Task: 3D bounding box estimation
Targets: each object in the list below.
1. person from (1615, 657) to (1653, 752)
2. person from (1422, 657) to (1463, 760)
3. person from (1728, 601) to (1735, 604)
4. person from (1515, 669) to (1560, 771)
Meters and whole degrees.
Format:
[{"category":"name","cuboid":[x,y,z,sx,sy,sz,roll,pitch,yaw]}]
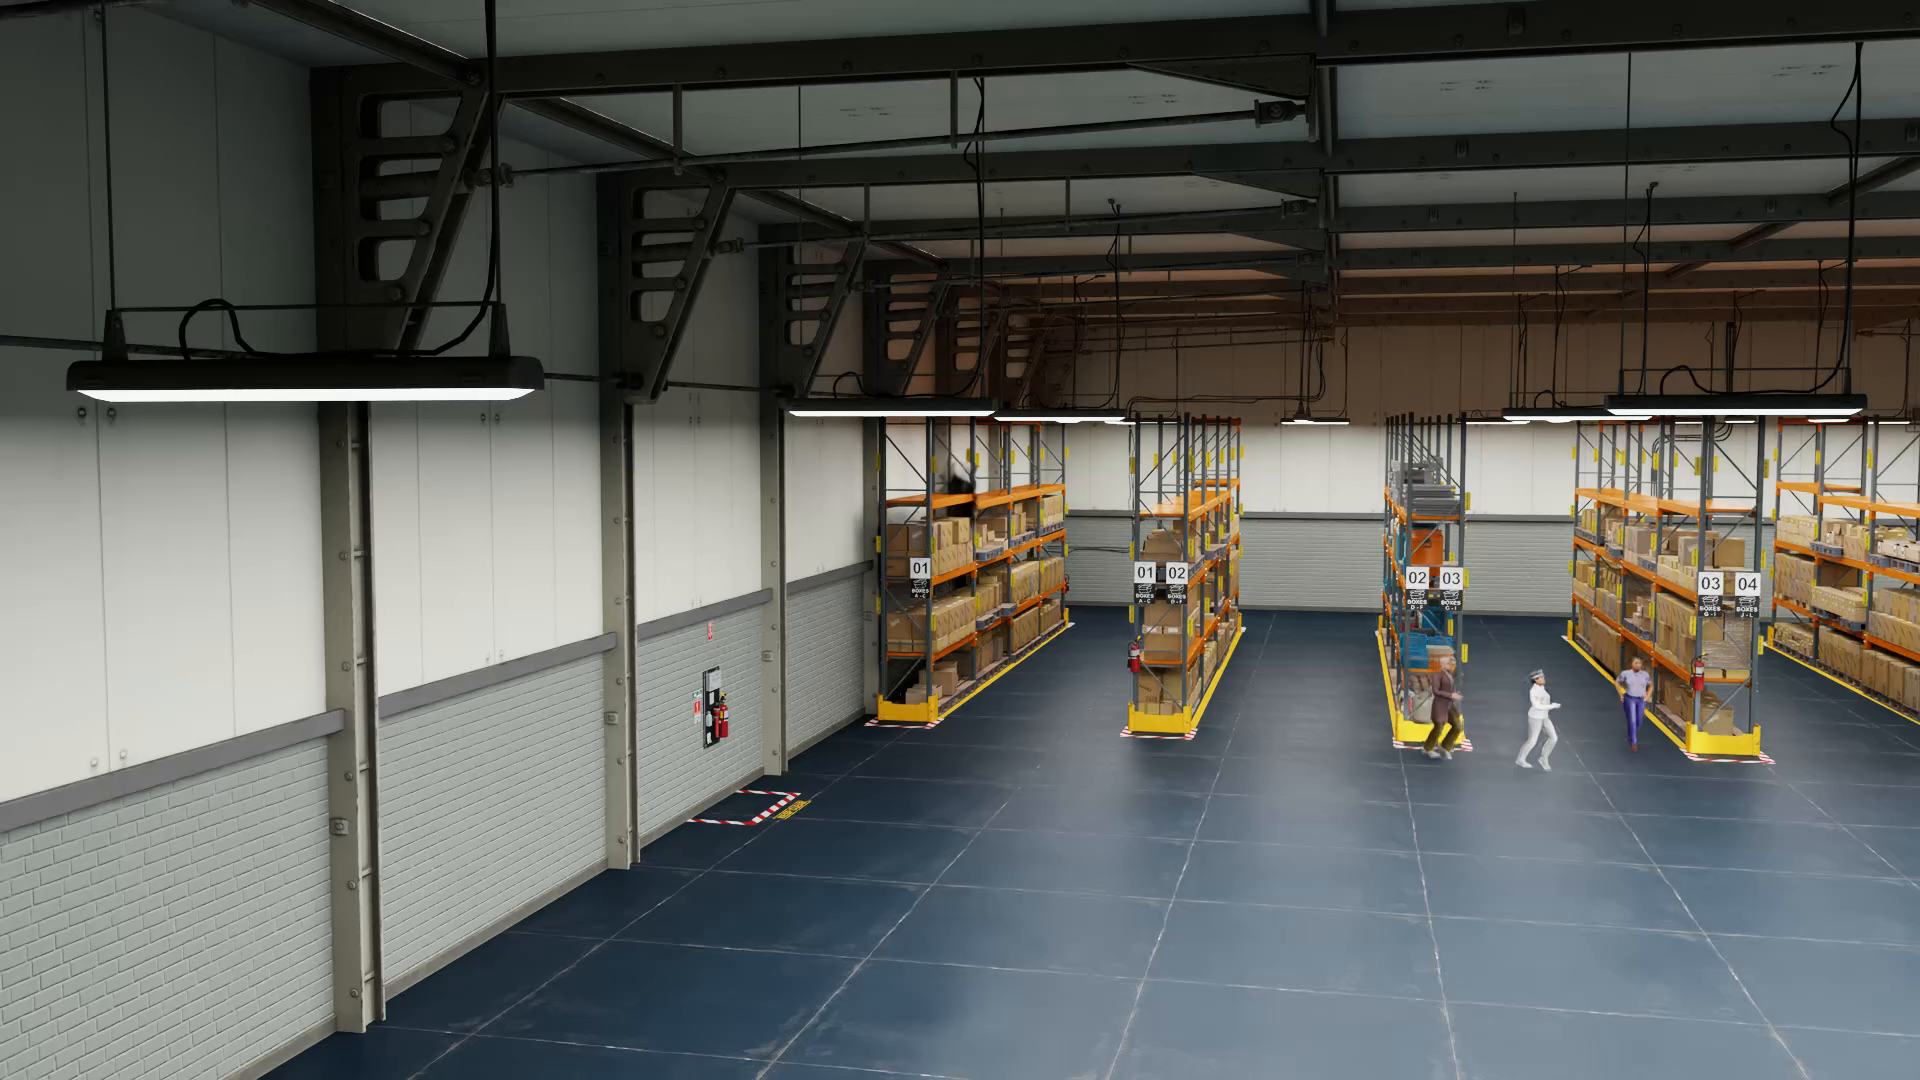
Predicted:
[{"category":"person","cuboid":[12.049,2.914,29.716,0.629,1.641,0.868,0,4,5]},{"category":"person","cuboid":[8.363,3.023,28.668,0.732,1.635,0.791,-3,5,-39]},{"category":"person","cuboid":[20.793,1.848,44.421,0.678,1.784,0.717,-2,4,-23]},{"category":"person","cuboid":[9.654,3.011,27.688,0.693,1.743,0.595,3,5,42]}]
